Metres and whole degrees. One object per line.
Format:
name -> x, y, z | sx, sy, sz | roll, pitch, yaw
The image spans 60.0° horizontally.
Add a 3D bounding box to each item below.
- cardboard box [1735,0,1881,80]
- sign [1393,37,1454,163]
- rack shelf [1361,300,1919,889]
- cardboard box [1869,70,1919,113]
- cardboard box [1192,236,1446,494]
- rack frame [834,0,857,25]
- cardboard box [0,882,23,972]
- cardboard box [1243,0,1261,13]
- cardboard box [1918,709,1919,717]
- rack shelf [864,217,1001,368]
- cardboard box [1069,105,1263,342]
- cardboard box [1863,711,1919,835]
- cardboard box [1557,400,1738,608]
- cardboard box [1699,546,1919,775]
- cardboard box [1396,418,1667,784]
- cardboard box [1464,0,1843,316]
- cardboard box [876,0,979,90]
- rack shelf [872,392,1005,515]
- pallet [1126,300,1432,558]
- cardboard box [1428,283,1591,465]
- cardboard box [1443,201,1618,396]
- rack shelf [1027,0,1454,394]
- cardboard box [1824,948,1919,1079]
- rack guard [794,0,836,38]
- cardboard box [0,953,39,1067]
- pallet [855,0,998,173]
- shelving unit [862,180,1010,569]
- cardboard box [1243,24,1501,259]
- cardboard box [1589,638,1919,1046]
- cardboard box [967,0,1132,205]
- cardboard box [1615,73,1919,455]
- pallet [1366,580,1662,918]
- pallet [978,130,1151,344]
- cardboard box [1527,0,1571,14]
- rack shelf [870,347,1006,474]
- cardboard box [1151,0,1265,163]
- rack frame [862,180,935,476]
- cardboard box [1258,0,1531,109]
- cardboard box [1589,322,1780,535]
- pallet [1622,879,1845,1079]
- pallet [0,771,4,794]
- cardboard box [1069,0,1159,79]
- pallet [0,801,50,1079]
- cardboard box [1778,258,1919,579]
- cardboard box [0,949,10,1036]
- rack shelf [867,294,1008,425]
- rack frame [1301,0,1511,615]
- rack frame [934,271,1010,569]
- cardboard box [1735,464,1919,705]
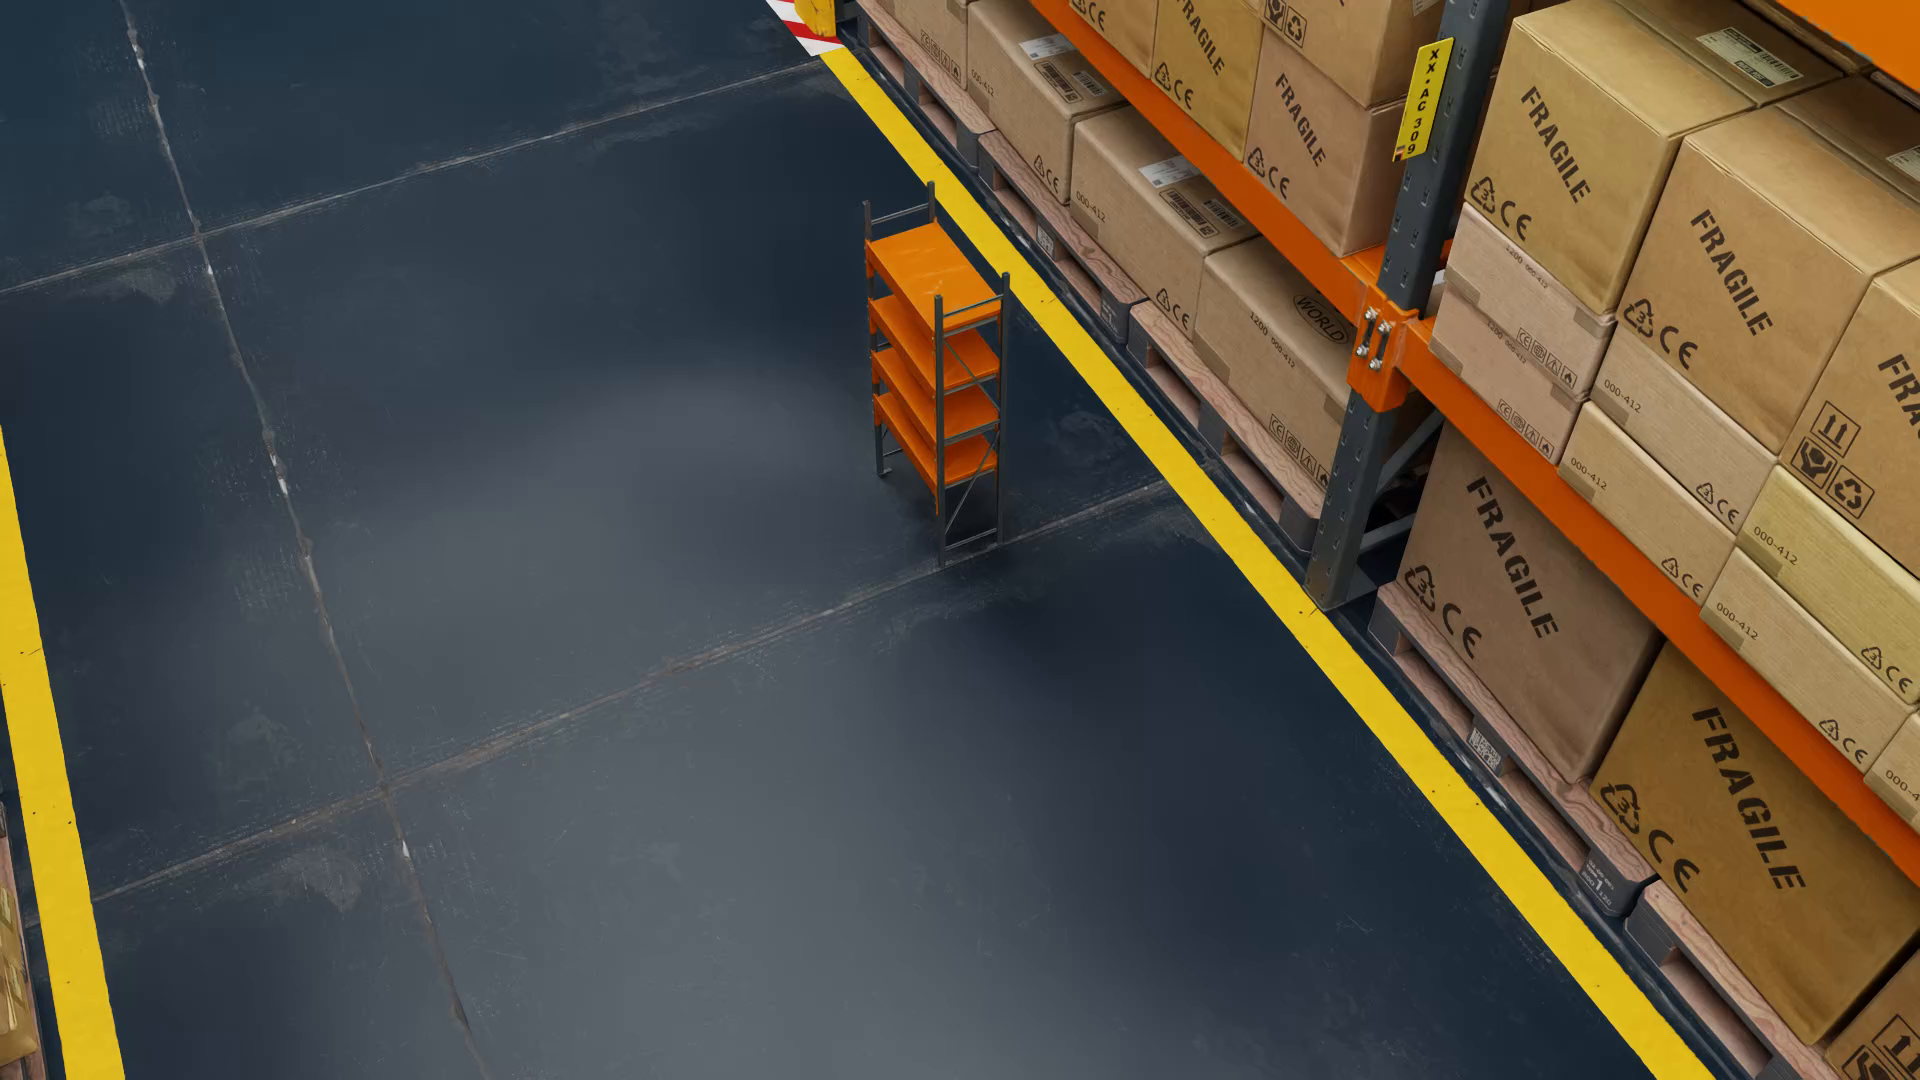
cardboard box -> 2.052, -1.103, 3.991 | 0.500, 0.500, 0.500 | -20, 52, -16
sign -> 1.131, -1.072, 4.067 | 0.100, 0.325, 0.005 | -21, 52, -18
rack shelf -> 2.539, 0.622, 3.691 | 1.077, 0.370, 4.000 | -21, 52, -18
cardboard box -> 2.295, -0.759, 3.691 | 0.500, 0.500, 0.500 | -20, 52, -17
cardboard box -> 1.432, -0.705, 5.797 | 0.875, 0.438, 0.875 | -22, 52, -18
rack frame -> -0.207, -3.631, 6.933 | 1.000, 3.000, 0.127 | -21, 52, -18
cardboard box -> -2.734, 1.087, 4.422 | 0.380, 0.149, 0.250 | -20, 52, -16
cardboard box -> 0.937, -1.879, 4.670 | 0.500, 0.500, 0.500 | -22, 52, -18
cardboard box -> 2.278, 0.347, 3.221 | 0.500, 0.250, 0.500 | -23, 53, -19
rack shelf -> -0.076, -0.764, 5.099 | 0.258, 0.148, 0.480 | -21, 52, -18
cardboard box -> 1.022, -1.304, 6.321 | 0.875, 0.438, 0.875 | -23, 53, -19
cardboard box -> 2.270, 0.513, 3.408 | 0.500, 0.250, 0.500 | -22, 52, -18
cardboard box -> 1.829, -0.173, 4.008 | 0.500, 0.250, 0.500 | -22, 52, -18
cardboard box -> 2.049, 0.176, 3.703 | 0.500, 0.250, 0.500 | -22, 52, -18
cardboard box -> 1.979, -0.005, 4.894 | 0.875, 0.875, 0.875 | -20, 52, -16
cardboard box -> 1.570, -0.922, 3.833 | 0.500, 0.500, 0.500 | -21, 52, -17
cardboard box -> 0.184, -2.518, 7.383 | 0.875, 0.438, 0.875 | -23, 53, -19
rack shelf -> -0.076, -0.331, 5.595 | 0.258, 0.148, 0.480 | -21, 52, -18
pallet -> 1.345, -0.571, 6.110 | 1.003, 0.211, 1.213 | -21, 52, -18
cardboard box -> 1.590, -0.519, 4.311 | 0.500, 0.250, 0.500 | -22, 52, -18
cardboard box -> 1.574, -0.677, 4.117 | 0.500, 0.250, 0.500 | -23, 53, -19
rack shelf -> 0.709, -2.055, 6.033 | 1.077, 0.370, 4.000 | -21, 52, -18
cardboard box -> 2.808, 1.196, 3.844 | 0.875, 0.875, 0.875 | -21, 52, -17
rack guard -> -0.218, -2.824, 7.888 | 1.175, 0.500, 0.348 | -21, 52, -18
cardboard box -> -2.612, 1.265, 4.266 | 0.380, 0.149, 0.250 | -23, 53, -19
pallet -> 0.229, -2.204, 7.538 | 1.003, 0.211, 1.213 | -21, 52, -18
shelving unit -> -0.076, -0.506, 5.395 | 0.258, 1.200, 0.503 | -21, 52, -18
cardboard box -> 1.184, -1.209, 4.748 | 0.500, 0.500, 0.500 | -21, 52, -17
cardboard box -> 2.399, 0.597, 4.368 | 0.875, 0.875, 0.875 | -20, 52, -16
cardboard box -> 0.611, -1.909, 6.850 | 0.875, 0.438, 0.875 | -20, 52, -17
cardboard box -> 1.827, -0.591, 3.544 | 0.500, 0.500, 0.500 | -21, 52, -18
pallet -> 2.044, 0.455, 5.212 | 1.003, 0.211, 1.213 | -21, 52, -18
pallet -> 0.783, -1.389, 6.825 | 1.003, 0.211, 1.213 | -21, 52, -18
cardboard box -> 1.621, -1.718, 4.529 | 0.500, 0.500, 0.500 | -21, 52, -17
rack shelf -> -0.076, -0.462, 5.446 | 0.258, 0.148, 0.480 | -21, 52, -18
cardboard box -> 0.944, -1.551, 5.048 | 0.500, 0.500, 0.500 | -22, 52, -18
rack frame -> -0.187, -0.669, 5.538 | 0.240, 1.200, 0.015 | -21, 52, -18
cardboard box -> 1.162, -1.536, 4.370 | 0.500, 0.500, 0.500 | -22, 52, -18
cardboard box -> 1.838, -0.338, 3.820 | 0.500, 0.250, 0.500 | -20, 52, -17
pallet -> 2.606, 1.273, 4.497 | 1.003, 0.211, 1.213 | -21, 52, -18
pallet -> -3.632, 0.482, 5.188 | 1.003, 0.211, 1.213 | -21, 52, -18
cardboard box -> 0.701, -1.883, 5.337 | 0.500, 0.500, 0.500 | -22, 52, -18
pallet -> -3.070, 1.300, 4.473 | 1.003, 0.211, 1.213 | -21, 52, -18
cardboard box -> 2.054, -0.255, 3.249 | 0.500, 0.500, 0.500 | -22, 52, -18
cardboard box -> -2.613, 1.169, 4.152 | 0.380, 0.149, 0.250 | -19, 51, -16
rack shelf -> -0.076, -0.609, 5.278 | 0.258, 0.148, 0.480 | -21, 52, -18
rack frame -> 1.624, -0.954, 4.591 | 1.000, 3.000, 0.127 | -21, 52, -18
rack frame -> 0.036, -0.342, 5.252 | 0.240, 1.200, 0.015 | -21, 52, -18
cardboard box -> 2.045, 0.009, 3.517 | 0.500, 0.250, 0.500 | -21, 52, -17
